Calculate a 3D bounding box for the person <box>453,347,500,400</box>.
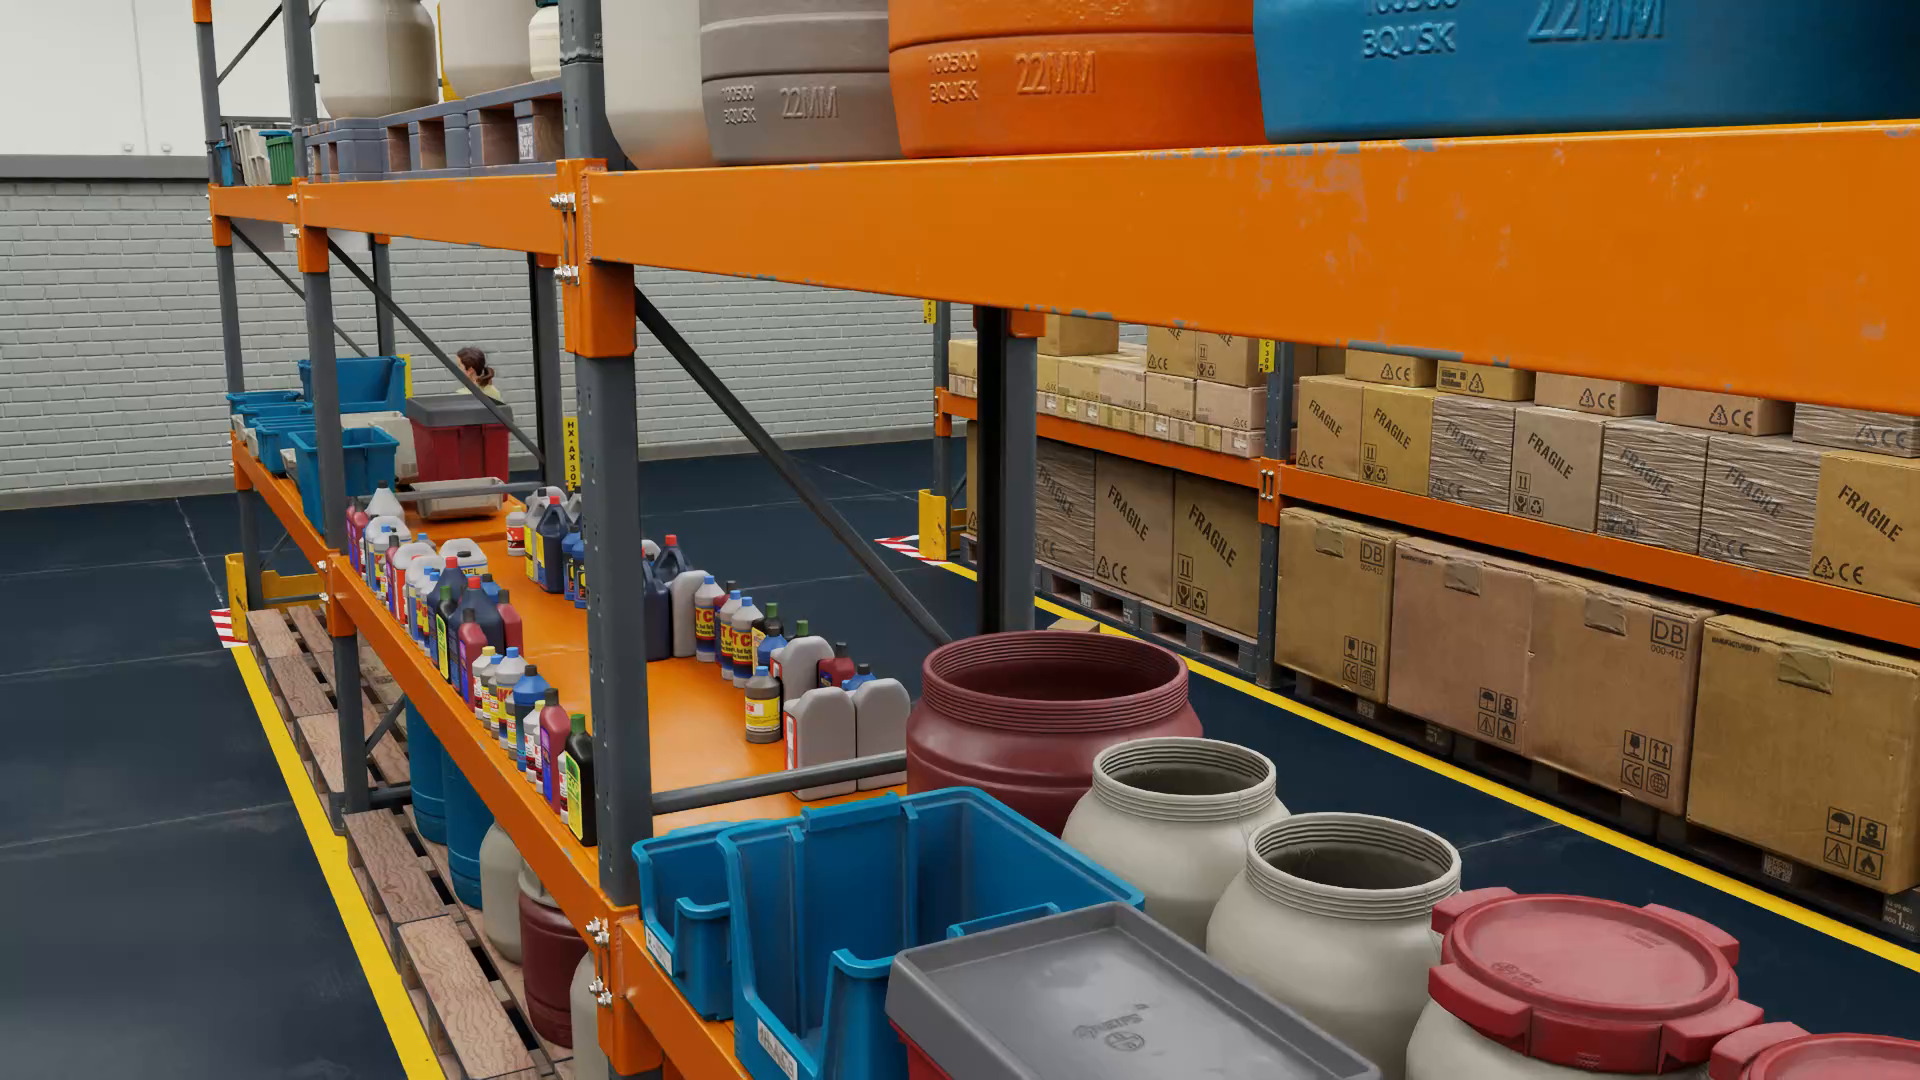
[{"bbox_3d":[-3.516,-0.533,12.055,0.408,1.734,0.460,9,14,36],"label":"person"}]
